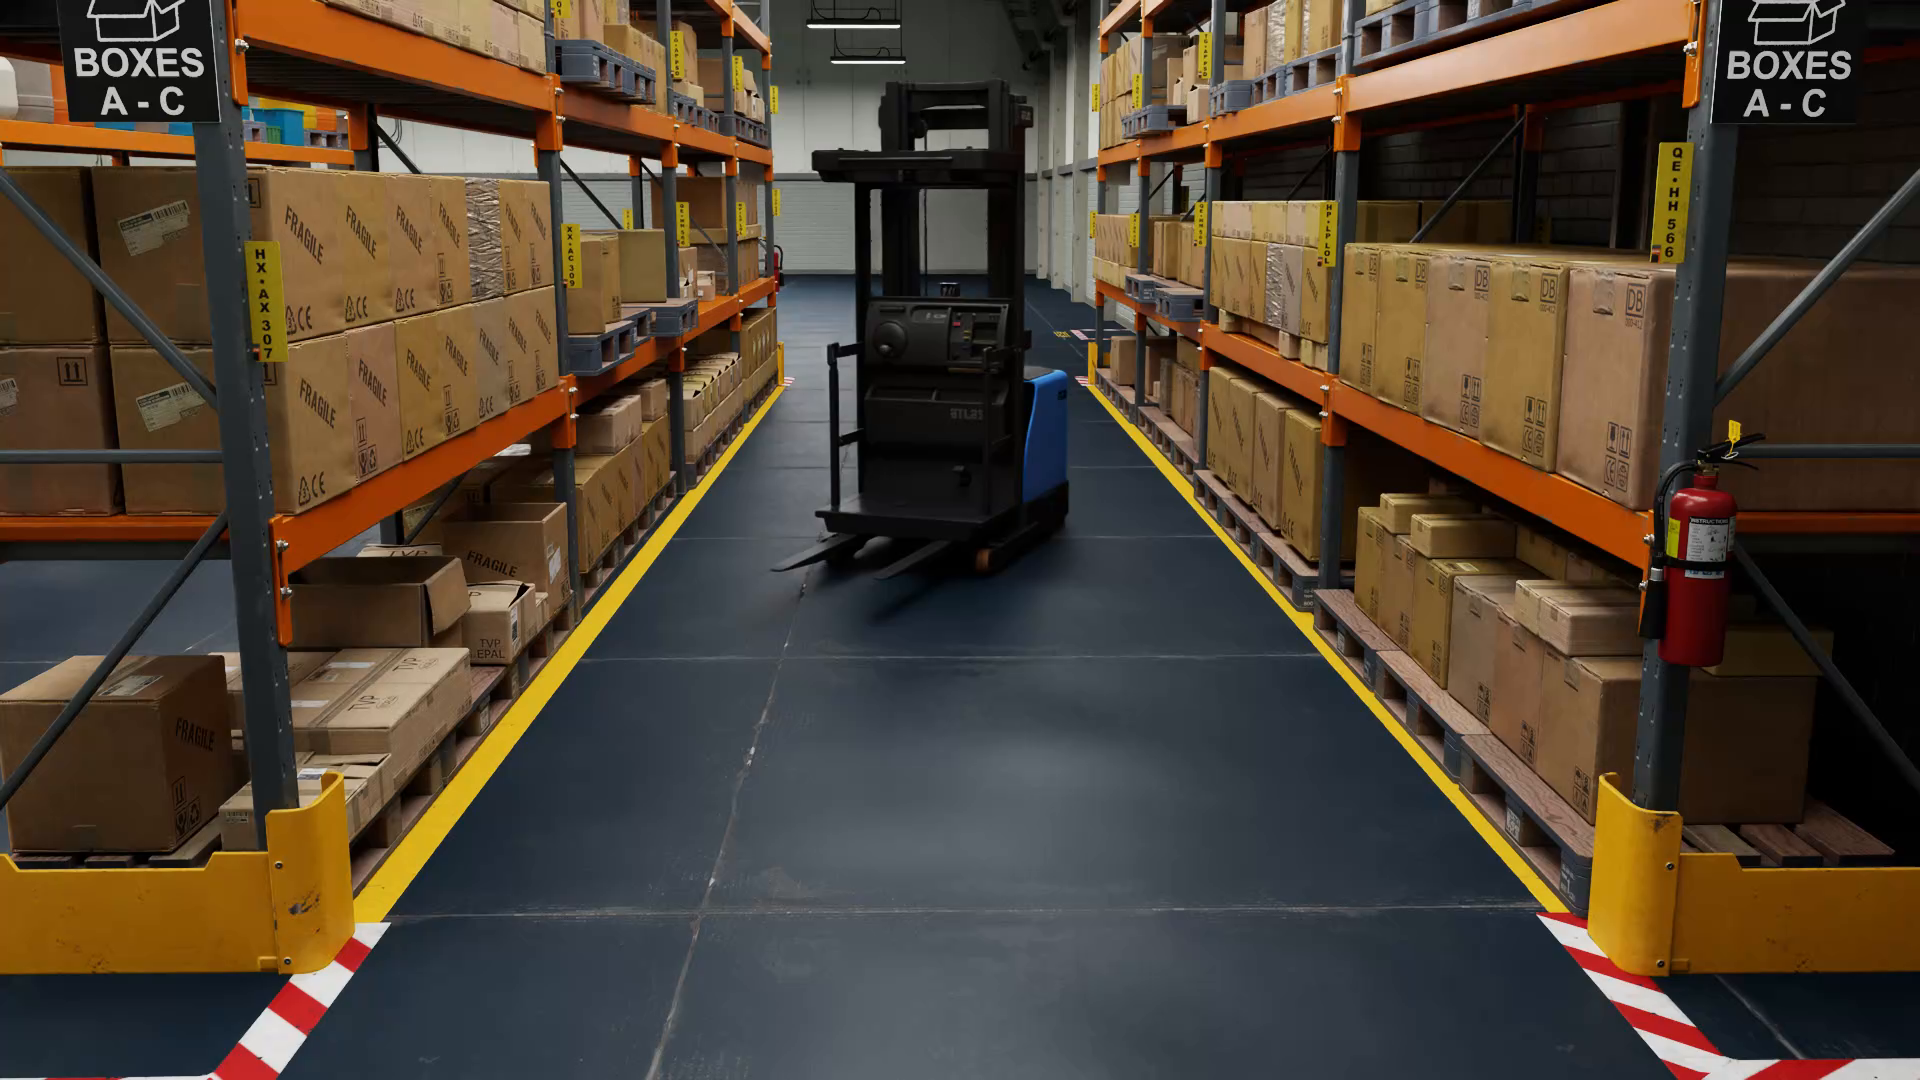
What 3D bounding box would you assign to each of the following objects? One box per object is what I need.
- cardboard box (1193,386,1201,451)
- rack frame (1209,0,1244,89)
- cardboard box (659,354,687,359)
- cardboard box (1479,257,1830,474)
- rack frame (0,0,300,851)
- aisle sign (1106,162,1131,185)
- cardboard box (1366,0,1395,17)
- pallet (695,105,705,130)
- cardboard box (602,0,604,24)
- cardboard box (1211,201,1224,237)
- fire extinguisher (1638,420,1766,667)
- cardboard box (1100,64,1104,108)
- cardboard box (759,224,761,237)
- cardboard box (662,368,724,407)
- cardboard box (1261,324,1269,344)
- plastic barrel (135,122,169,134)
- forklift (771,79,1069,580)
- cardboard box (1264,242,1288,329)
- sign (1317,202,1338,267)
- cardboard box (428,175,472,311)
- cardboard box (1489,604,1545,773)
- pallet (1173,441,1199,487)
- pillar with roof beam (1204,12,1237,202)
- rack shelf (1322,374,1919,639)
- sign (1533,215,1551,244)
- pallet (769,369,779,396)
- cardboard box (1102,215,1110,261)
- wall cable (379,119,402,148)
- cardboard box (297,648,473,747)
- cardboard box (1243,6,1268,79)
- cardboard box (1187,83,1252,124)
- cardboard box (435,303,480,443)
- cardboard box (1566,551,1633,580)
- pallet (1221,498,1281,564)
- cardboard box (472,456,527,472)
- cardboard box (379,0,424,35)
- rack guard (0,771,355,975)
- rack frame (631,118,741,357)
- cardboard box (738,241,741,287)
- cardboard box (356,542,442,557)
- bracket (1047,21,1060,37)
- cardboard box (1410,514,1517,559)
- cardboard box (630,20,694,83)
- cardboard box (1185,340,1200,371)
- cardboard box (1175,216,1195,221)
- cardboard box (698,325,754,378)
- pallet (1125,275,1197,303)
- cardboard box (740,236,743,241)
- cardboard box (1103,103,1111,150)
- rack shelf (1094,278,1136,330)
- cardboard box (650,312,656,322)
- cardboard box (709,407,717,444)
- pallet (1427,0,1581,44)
[{"bbox_3d":[2.279,-0.969,13.472,0.700,0.500,0.500,0,11,0],"label":"cardboard box"},{"bbox_3d":[2.346,-4.776,11.967,1.000,3.000,0.127,0,11,-1],"label":"rack frame"},{"bbox_3d":[-2.930,-1.660,16.144,0.500,0.311,0.500,0,11,-1],"label":"cardboard box"},{"bbox_3d":[2.464,-0.638,5.907,0.980,0.700,0.700,0,11,-2],"label":"cardboard box"},{"bbox_3d":[-2.442,-0.224,4.621,1.000,3.000,0.127,0,11,-1],"label":"rack frame"},{"bbox_3d":[1.879,-4.713,20.208,0.394,0.787,0.004,0,11,-1],"label":"aisle sign"},{"bbox_3d":[2.179,-2.553,7.626,0.500,0.250,0.500,0,11,-1],"label":"cardboard box"},{"bbox_3d":[-2.736,-3.549,13.939,1.003,0.211,1.213,0,11,1],"label":"pallet"},{"bbox_3d":[-2.583,-3.534,10.625,0.500,0.500,0.500,0,11,-1],"label":"cardboard box"},{"bbox_3d":[2.098,-2.311,11.969,0.500,0.250,0.500,0,11,0],"label":"cardboard box"},{"bbox_3d":[2.053,0.007,4.612,0.296,0.674,0.183,0,11,-1],"label":"fire extinguisher"},{"bbox_3d":[1.945,-5.367,19.610,0.500,0.500,0.500,-1,12,-5],"label":"cardboard box"},{"bbox_3d":[-2.574,-3.697,19.853,0.380,0.149,0.250,0,11,-2],"label":"cardboard box"},{"bbox_3d":[-2.363,-1.361,14.672,0.500,0.311,0.500,0,11,-2],"label":"cardboard box"},{"bbox_3d":[2.163,-1.351,10.756,0.380,0.149,0.250,0,11,-1],"label":"cardboard box"},{"bbox_3d":[-7.401,-4.076,14.799,0.600,0.901,0.600,0,11,0],"label":"plastic barrel"},{"bbox_3d":[-0.217,-1.315,10.170,1.130,2.935,3.031,4,12,19],"label":"forklift"},{"bbox_3d":[2.144,-1.537,10.042,0.500,0.500,0.500,0,11,-1],"label":"cardboard box"},{"bbox_3d":[1.886,-1.565,8.516,0.100,0.325,0.005,0,11,-1],"label":"sign"},{"bbox_3d":[-2.222,-1.157,6.451,0.500,0.500,0.500,0,11,-2],"label":"cardboard box"},{"bbox_3d":[2.386,0.536,6.105,0.700,0.500,0.500,0,11,-1],"label":"cardboard box"},{"bbox_3d":[2.331,-0.624,13.606,1.003,0.211,1.213,0,11,-1],"label":"pallet"},{"bbox_3d":[-1.245,-6.213,19.050,9.100,9.000,0.400,0,11,-1],"label":"pillar with roof beam"},{"bbox_3d":[2.470,-0.290,6.756,1.077,0.370,4.000,0,11,-1],"label":"rack shelf"},{"bbox_3d":[2.983,-1.506,8.563,0.100,0.325,0.005,0,11,-1],"label":"sign"},{"bbox_3d":[-2.715,-1.886,19.827,1.003,0.211,1.213,0,11,-1],"label":"pallet"},{"bbox_3d":[1.894,-3.433,18.875,0.500,0.500,0.500,-1,11,-3],"label":"cardboard box"},{"bbox_3d":[-18.301,-14.358,50.646,2.305,6.003,0.169,0,11,-1],"label":"wall cable"},{"bbox_3d":[-2.190,0.600,6.369,0.500,0.250,0.500,0,11,-1],"label":"cardboard box"},{"bbox_3d":[2.413,-3.476,11.746,0.700,0.500,0.500,-1,12,-6],"label":"cardboard box"},{"bbox_3d":[2.061,-3.414,12.972,0.500,0.311,0.500,0,11,-1],"label":"cardboard box"},{"bbox_3d":[-2.219,-0.664,6.538,0.500,0.500,0.500,0,11,0],"label":"cardboard box"},{"bbox_3d":[2.577,0.140,6.423,0.380,0.149,0.250,0,11,0],"label":"cardboard box"},{"bbox_3d":[2.309,-0.070,10.874,1.003,0.211,1.213,0,11,-1],"label":"pallet"},{"bbox_3d":[-2.823,-0.205,9.707,0.500,0.500,0.500,0,11,-1],"label":"cardboard box"},{"bbox_3d":[-2.208,-1.923,5.826,0.500,0.250,0.500,0,11,-1],"label":"cardboard box"},{"bbox_3d":[-2.443,0.986,4.944,1.175,0.500,0.348,0,11,-1],"label":"rack guard"},{"bbox_3d":[-2.690,-2.610,16.379,1.000,3.000,0.127,0,11,-1],"label":"rack frame"},{"bbox_3d":[-2.729,-2.951,17.812,0.700,0.500,0.500,0,11,0],"label":"cardboard box"},{"bbox_3d":[-2.732,0.167,8.348,0.500,0.311,0.500,0,11,-1],"label":"cardboard box"},{"bbox_3d":[2.270,-12.169,39.357,0.076,0.066,4.783,0,11,-1],"label":"bracket"},{"bbox_3d":[2.177,-0.018,7.201,0.380,0.149,0.250,-1,11,-3],"label":"cardboard box"},{"bbox_3d":[-2.681,-4.344,14.816,0.500,0.500,0.500,1,12,4],"label":"cardboard box"},{"bbox_3d":[2.322,-1.652,14.951,0.500,0.250,0.500,-1,11,-3],"label":"cardboard box"},{"bbox_3d":[2.462,-3.029,16.886,0.500,0.500,0.500,-1,11,-2],"label":"cardboard box"},{"bbox_3d":[-2.386,-1.929,16.996,0.500,0.500,0.500,0,11,-1],"label":"cardboard box"},{"bbox_3d":[2.133,-2.384,15.750,1.003,0.211,1.213,0,11,-1],"label":"pallet"},{"bbox_3d":[-2.532,-3.287,17.834,0.380,0.149,0.250,-1,11,-3],"label":"cardboard box"},{"bbox_3d":[1.913,-4.780,19.232,0.500,0.500,0.500,1,11,3],"label":"cardboard box"},{"bbox_3d":[2.222,-2.676,18.514,1.077,0.370,4.000,0,11,-1],"label":"rack shelf"},{"bbox_3d":[-2.571,-1.843,12.825,0.500,0.311,0.500,0,11,2],"label":"cardboard box"},{"bbox_3d":[-2.352,-0.981,14.212,0.500,0.250,0.500,-1,11,-3],"label":"cardboard box"},{"bbox_3d":[2.457,-2.063,6.360,1.003,0.211,1.213,0,11,-1],"label":"pallet"}]
